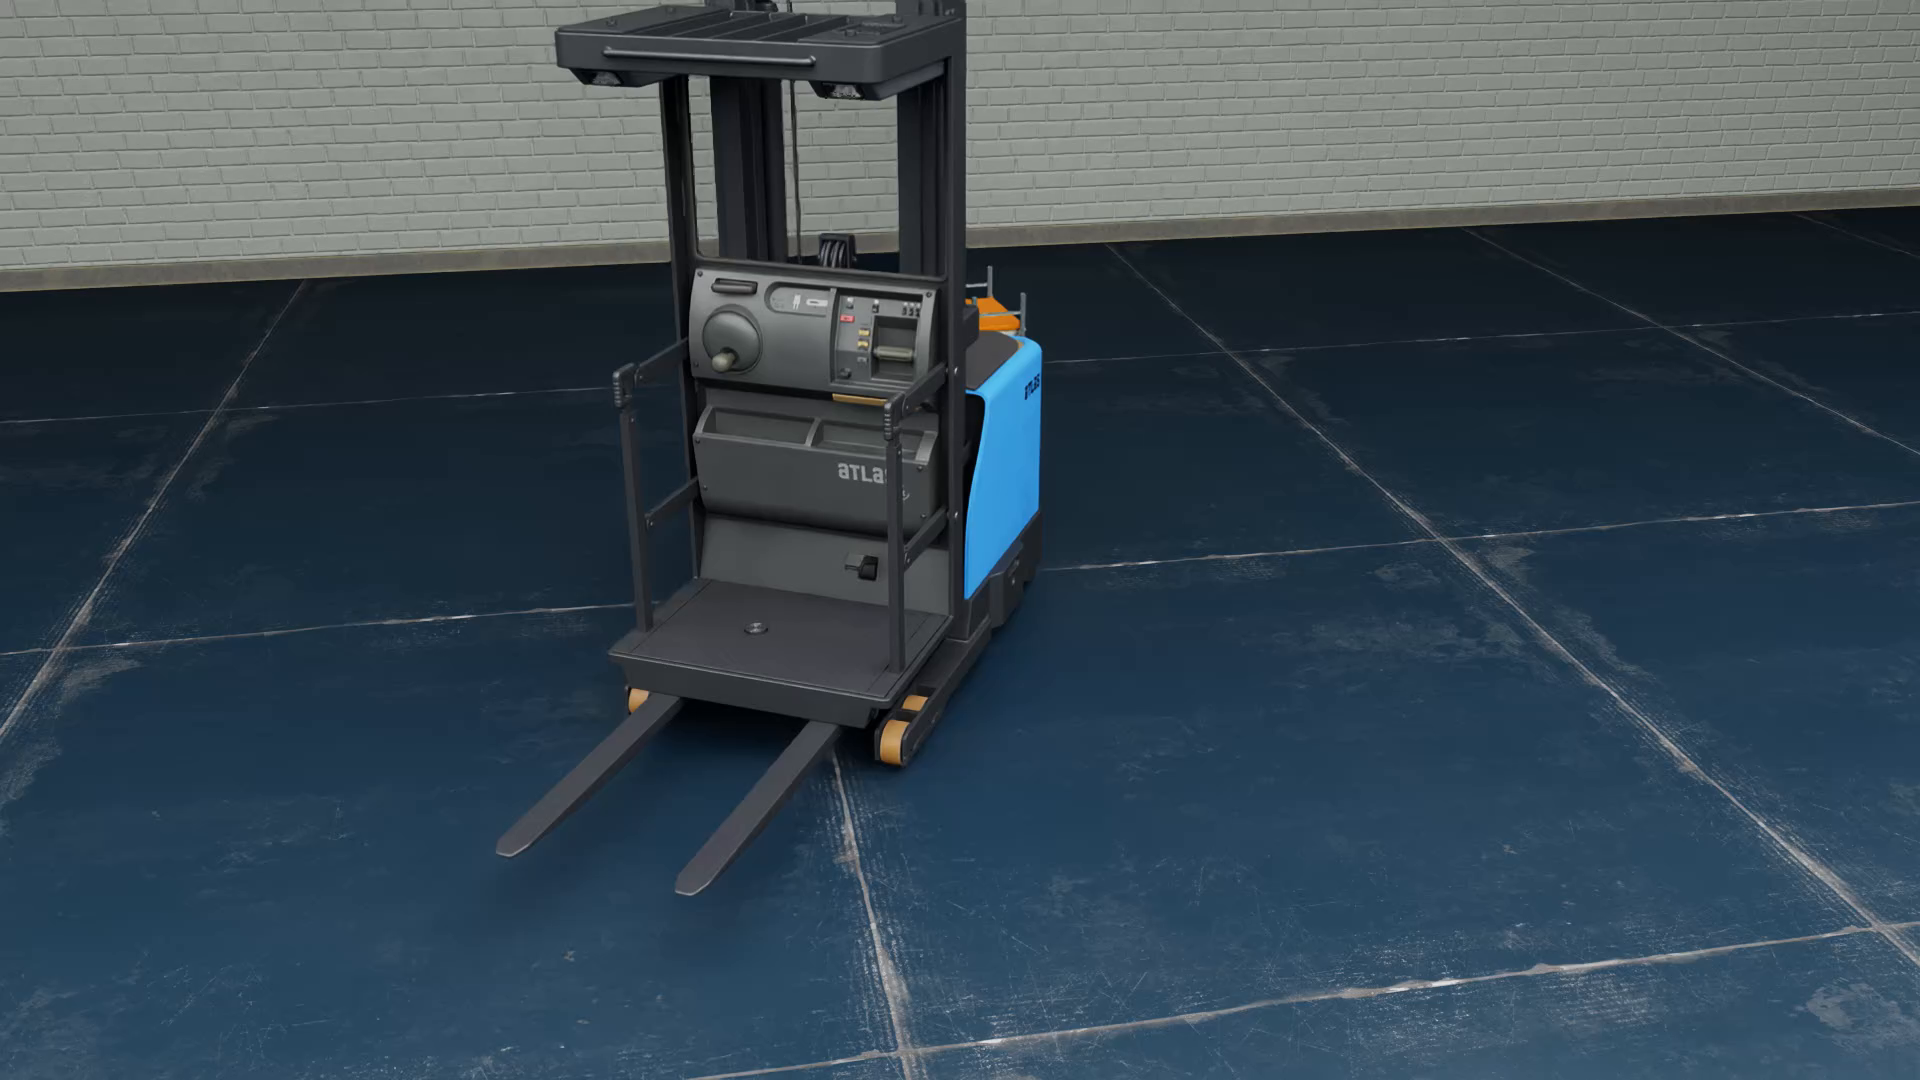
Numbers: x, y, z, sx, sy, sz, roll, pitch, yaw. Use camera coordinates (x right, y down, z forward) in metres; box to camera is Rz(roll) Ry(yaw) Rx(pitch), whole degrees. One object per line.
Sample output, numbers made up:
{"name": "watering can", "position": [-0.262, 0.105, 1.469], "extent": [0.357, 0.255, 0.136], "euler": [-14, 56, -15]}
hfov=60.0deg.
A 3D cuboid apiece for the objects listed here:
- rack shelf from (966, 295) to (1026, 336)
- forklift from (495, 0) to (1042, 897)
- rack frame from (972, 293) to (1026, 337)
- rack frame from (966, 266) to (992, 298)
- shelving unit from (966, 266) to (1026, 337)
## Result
{"name": "rack shelf", "position": [0.099, -0.959, 7.465], "extent": [0.258, 0.148, 0.480], "euler": [-7, 24, -15]}
{"name": "forklift", "position": [-0.600, -0.722, 5.741], "extent": [1.130, 2.935, 3.031], "euler": [8, 25, 17]}
{"name": "rack frame", "position": [0.167, -0.505, 7.408], "extent": [0.240, 1.200, 0.015], "euler": [-7, 24, -15]}
{"name": "rack frame", "position": [0.032, -0.693, 7.837], "extent": [0.240, 1.200, 0.015], "euler": [-7, 24, -15]}
{"name": "shelving unit", "position": [0.099, -0.599, 7.623], "extent": [0.258, 1.200, 0.503], "euler": [-7, 24, -15]}
